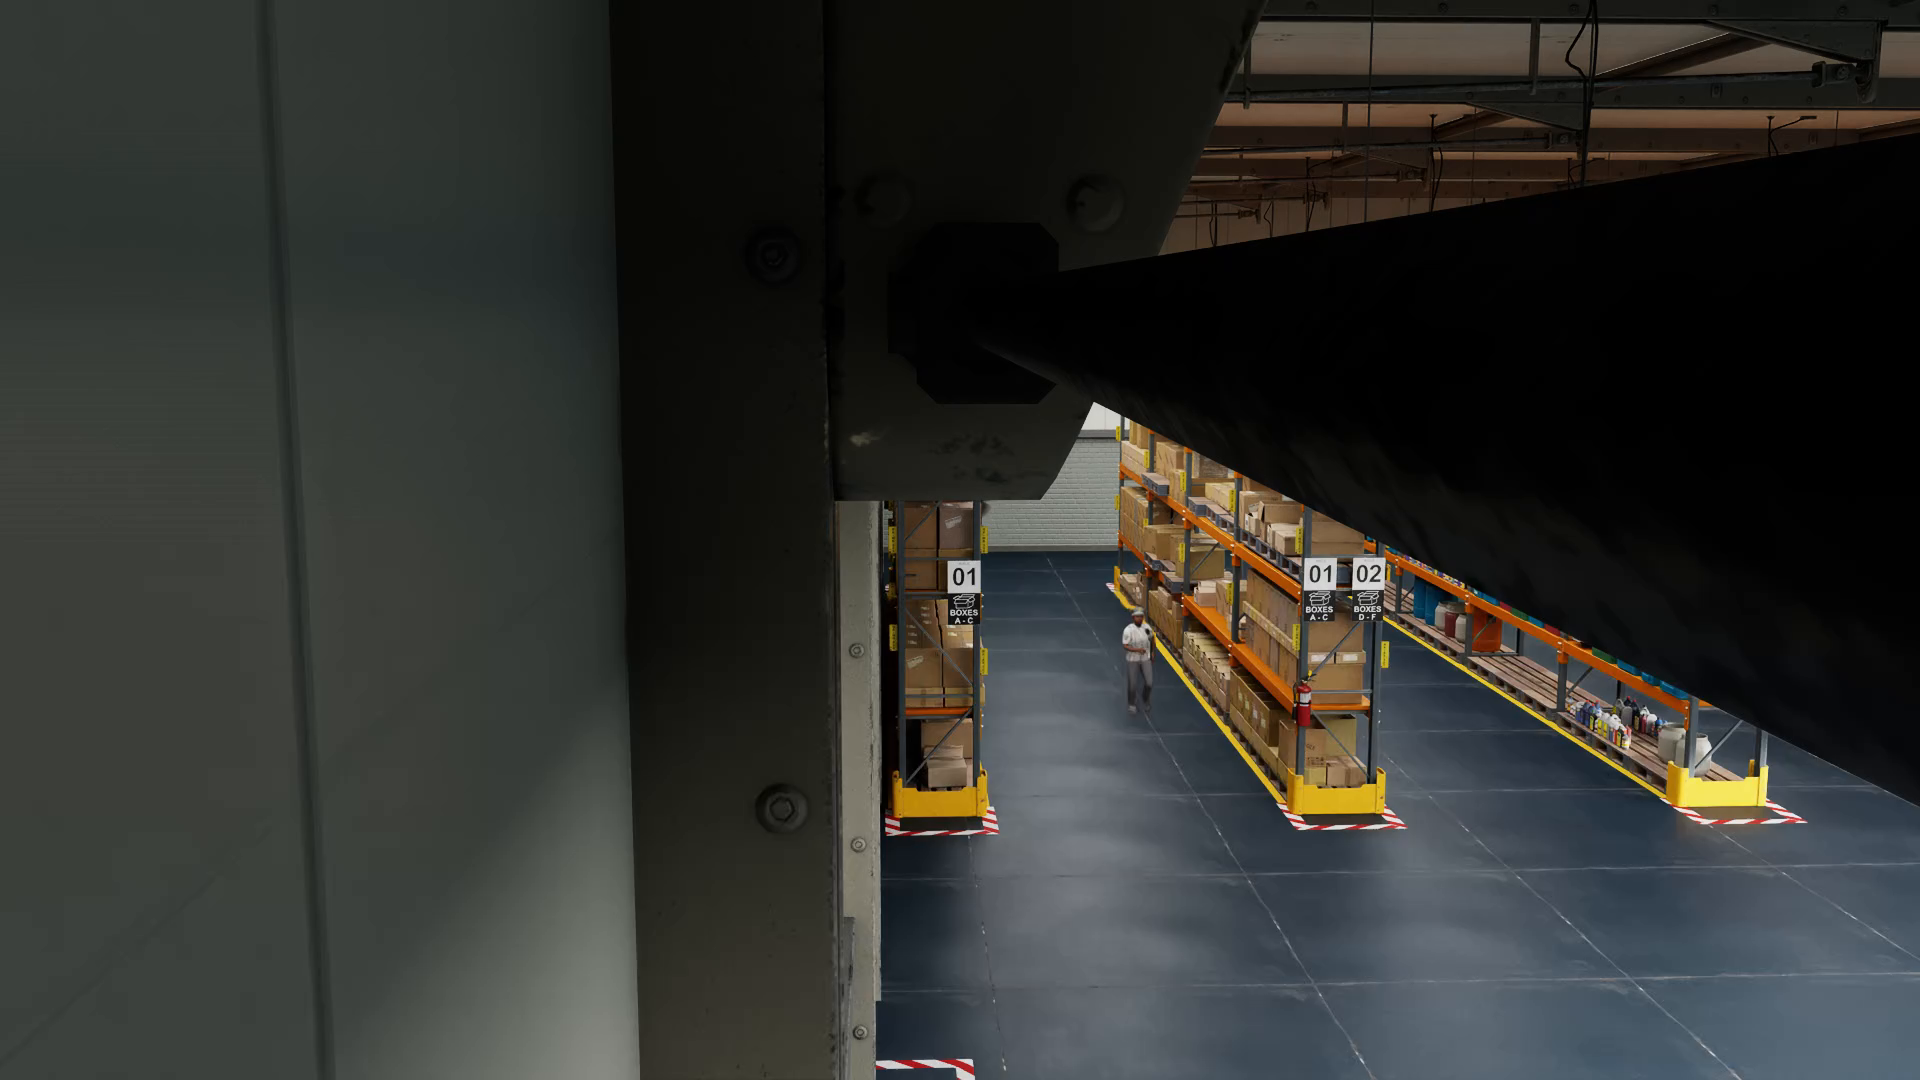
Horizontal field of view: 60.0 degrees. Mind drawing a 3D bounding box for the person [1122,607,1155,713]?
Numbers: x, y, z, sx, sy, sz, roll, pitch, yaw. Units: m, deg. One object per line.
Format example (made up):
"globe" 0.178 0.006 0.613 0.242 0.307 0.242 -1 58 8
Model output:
"person" 2.760 1.845 25.417 0.569 1.673 0.655 -1 8 -10
